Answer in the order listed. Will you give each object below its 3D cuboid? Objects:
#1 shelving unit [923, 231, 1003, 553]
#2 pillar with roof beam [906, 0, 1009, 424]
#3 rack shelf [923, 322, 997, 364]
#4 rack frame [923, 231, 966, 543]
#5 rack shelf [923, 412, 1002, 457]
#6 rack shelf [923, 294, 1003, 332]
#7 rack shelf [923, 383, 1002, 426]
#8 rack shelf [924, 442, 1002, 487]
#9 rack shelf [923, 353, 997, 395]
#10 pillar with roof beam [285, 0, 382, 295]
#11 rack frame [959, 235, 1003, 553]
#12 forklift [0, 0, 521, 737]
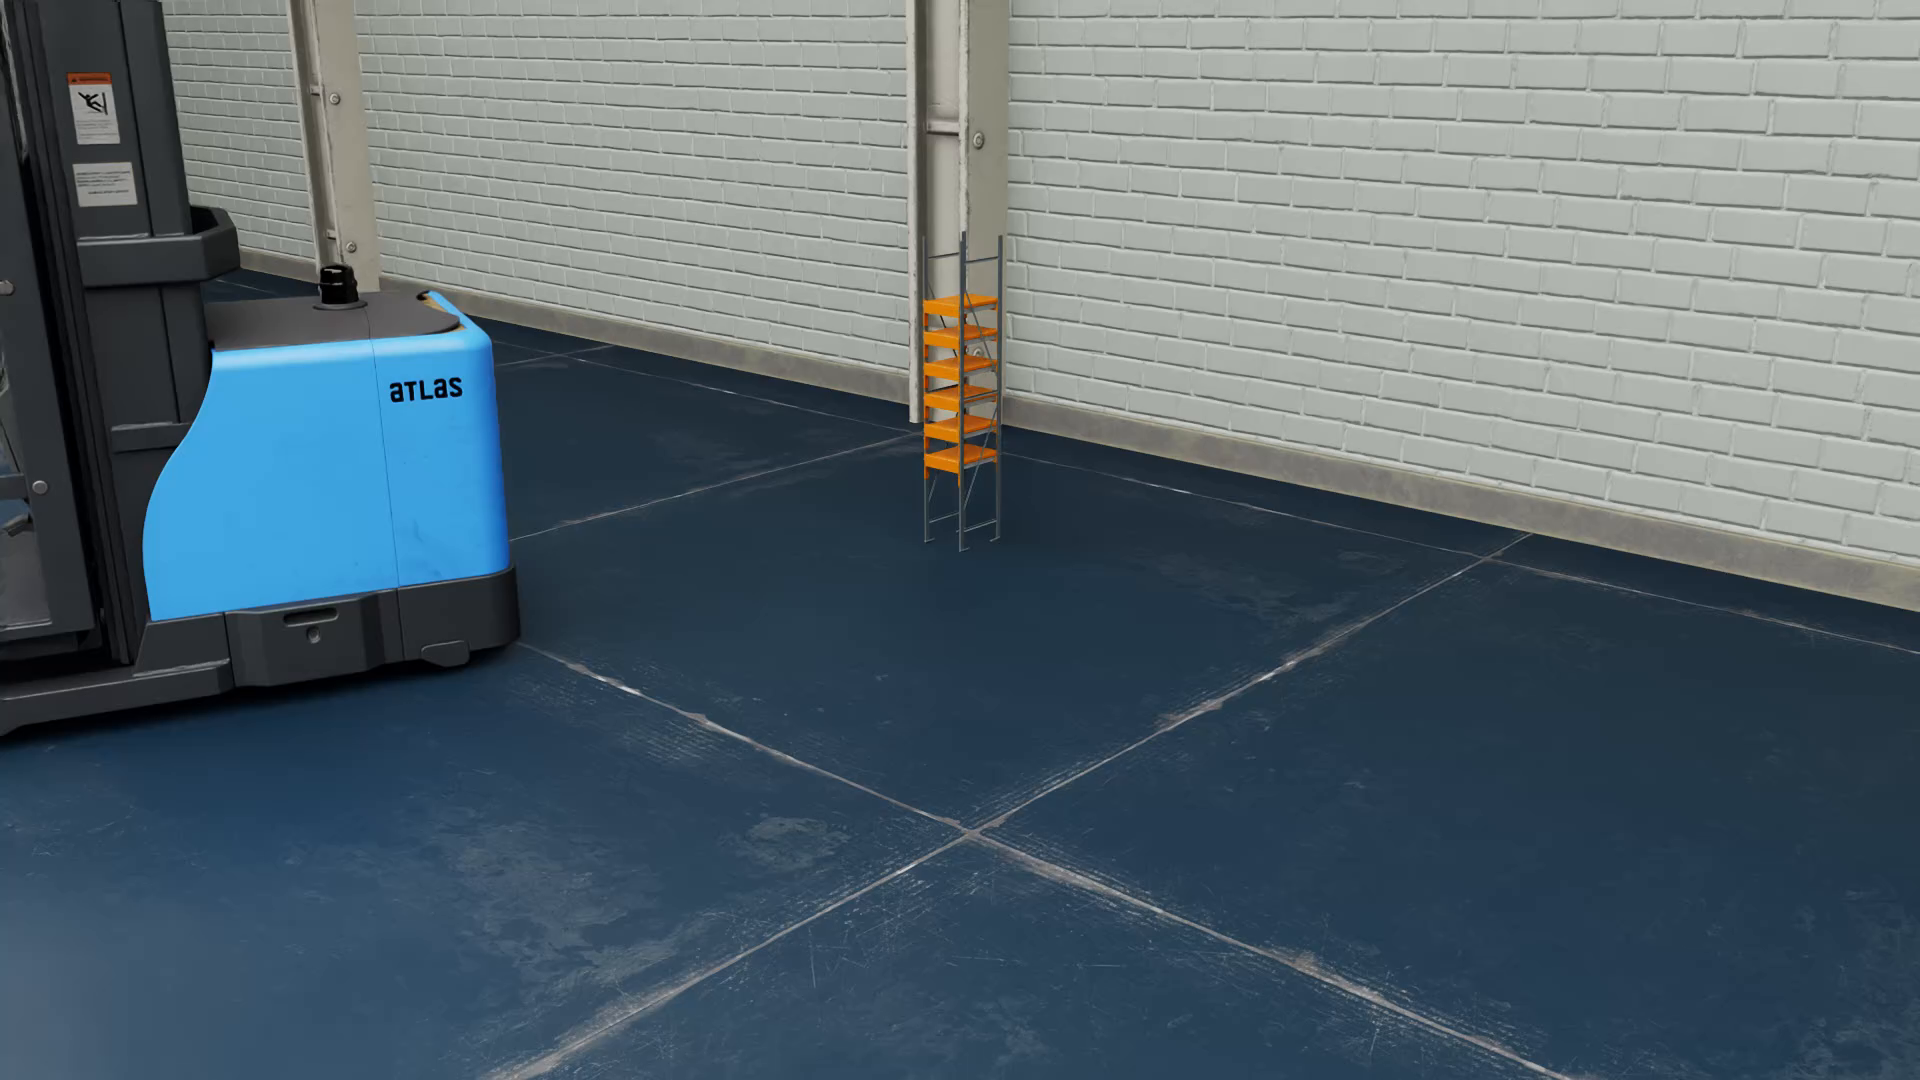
[{"bbox_3d":[0.011,-0.569,6.421,0.189,1.200,0.258,15,23,39],"label":"shelving unit"},{"bbox_3d":[-2.870,-3.918,4.082,0.400,9.000,9.100,15,23,39],"label":"pillar with roof beam"},{"bbox_3d":[0.011,-0.755,6.362,0.180,0.103,0.258,15,23,39],"label":"rack shelf"},{"bbox_3d":[-0.058,-0.587,6.479,0.006,1.200,0.240,15,23,39],"label":"rack frame"},{"bbox_3d":[0.011,-0.412,6.471,0.180,0.103,0.258,15,23,39],"label":"rack shelf"},{"bbox_3d":[0.011,-0.870,6.326,0.180,0.103,0.258,15,23,39],"label":"rack shelf"},{"bbox_3d":[0.011,-0.527,6.434,0.180,0.103,0.258,15,23,39],"label":"rack shelf"},{"bbox_3d":[0.011,-0.298,6.507,0.180,0.103,0.258,15,23,39],"label":"rack shelf"},{"bbox_3d":[0.011,-0.641,6.398,0.180,0.103,0.258,15,23,39],"label":"rack shelf"},{"bbox_3d":[-7.358,-5.123,7.878,0.400,9.000,9.100,15,23,39],"label":"pillar with roof beam"},{"bbox_3d":[0.079,-0.551,6.363,0.006,1.200,0.240,15,23,39],"label":"rack frame"},{"bbox_3d":[-2.981,-0.942,4.734,3.031,2.935,1.130,-8,19,-25],"label":"forklift"}]
